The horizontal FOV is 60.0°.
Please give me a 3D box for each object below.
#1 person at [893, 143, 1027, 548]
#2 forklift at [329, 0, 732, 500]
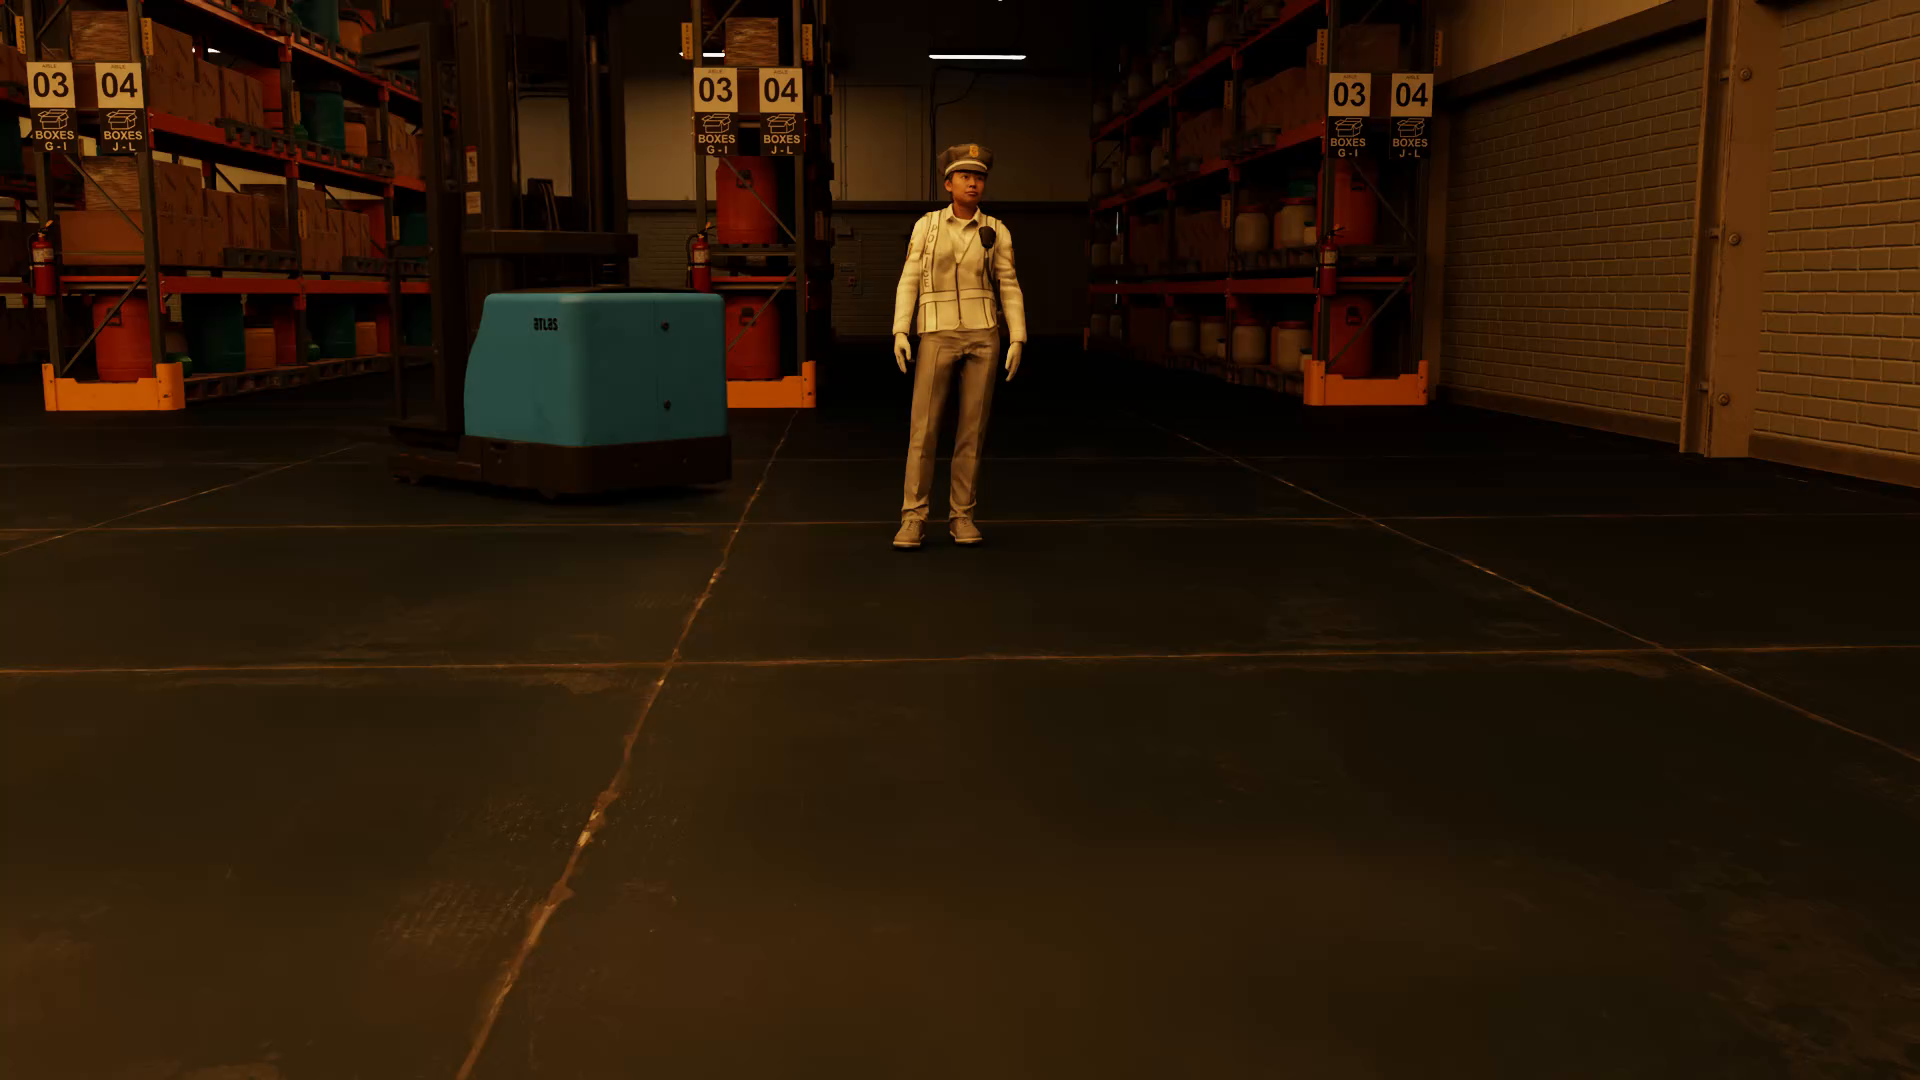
[{"bbox_3d":[-0.006,-0.835,7.118,0.581,1.696,0.534,-1,8,-4],"label":"person"},{"bbox_3d":[-2.661,-1.811,9.529,3.031,2.935,1.130,8,12,43],"label":"forklift"}]
